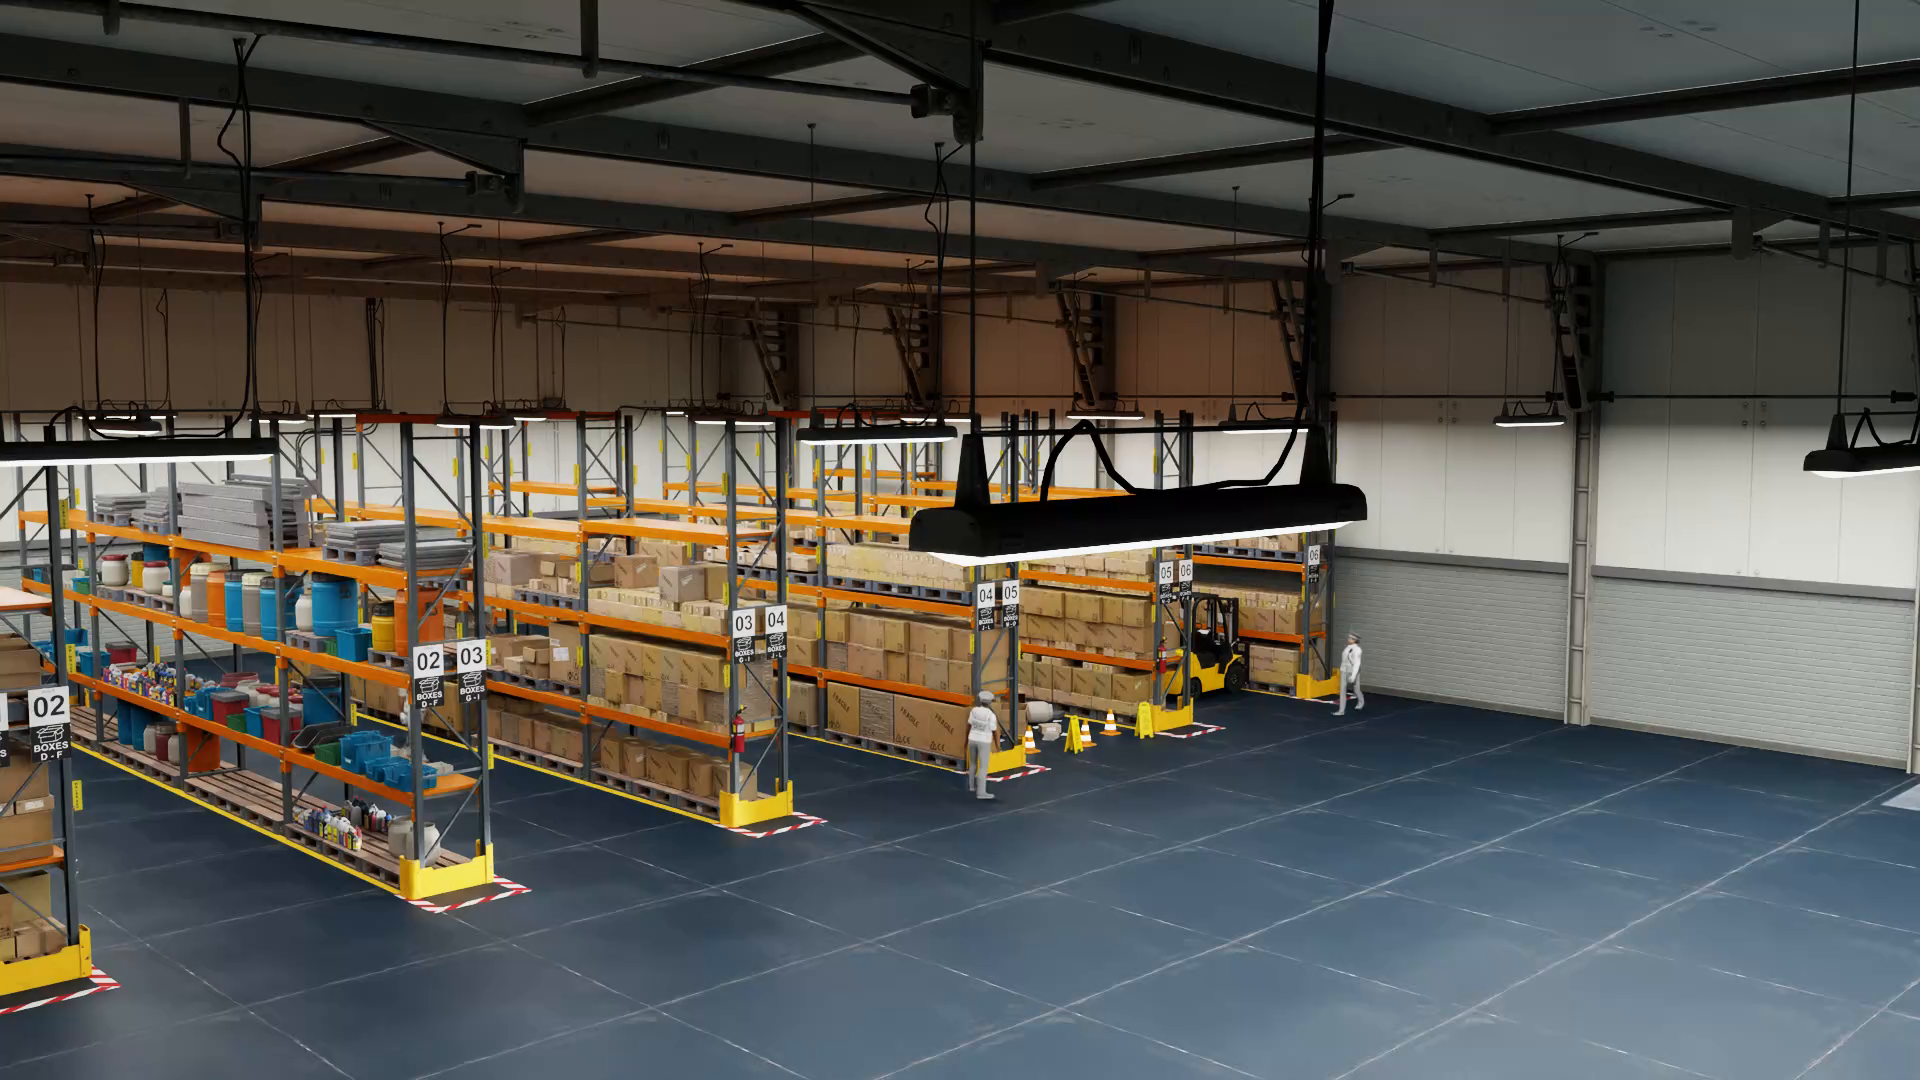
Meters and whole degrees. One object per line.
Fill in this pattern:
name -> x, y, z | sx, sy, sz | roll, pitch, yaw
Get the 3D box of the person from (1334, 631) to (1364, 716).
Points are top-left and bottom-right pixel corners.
person -> 7.781, 2.633, 33.057 | 0.436, 1.653, 0.957 | 3, 6, 31

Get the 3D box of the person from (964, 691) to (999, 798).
person -> 0.318, 3.224, 26.282 | 0.633, 1.702, 0.569 | 4, 6, 38

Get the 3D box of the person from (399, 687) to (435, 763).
person -> -9.378, 2.948, 28.733 | 1.050, 1.729, 0.666 | 5, 7, 43
